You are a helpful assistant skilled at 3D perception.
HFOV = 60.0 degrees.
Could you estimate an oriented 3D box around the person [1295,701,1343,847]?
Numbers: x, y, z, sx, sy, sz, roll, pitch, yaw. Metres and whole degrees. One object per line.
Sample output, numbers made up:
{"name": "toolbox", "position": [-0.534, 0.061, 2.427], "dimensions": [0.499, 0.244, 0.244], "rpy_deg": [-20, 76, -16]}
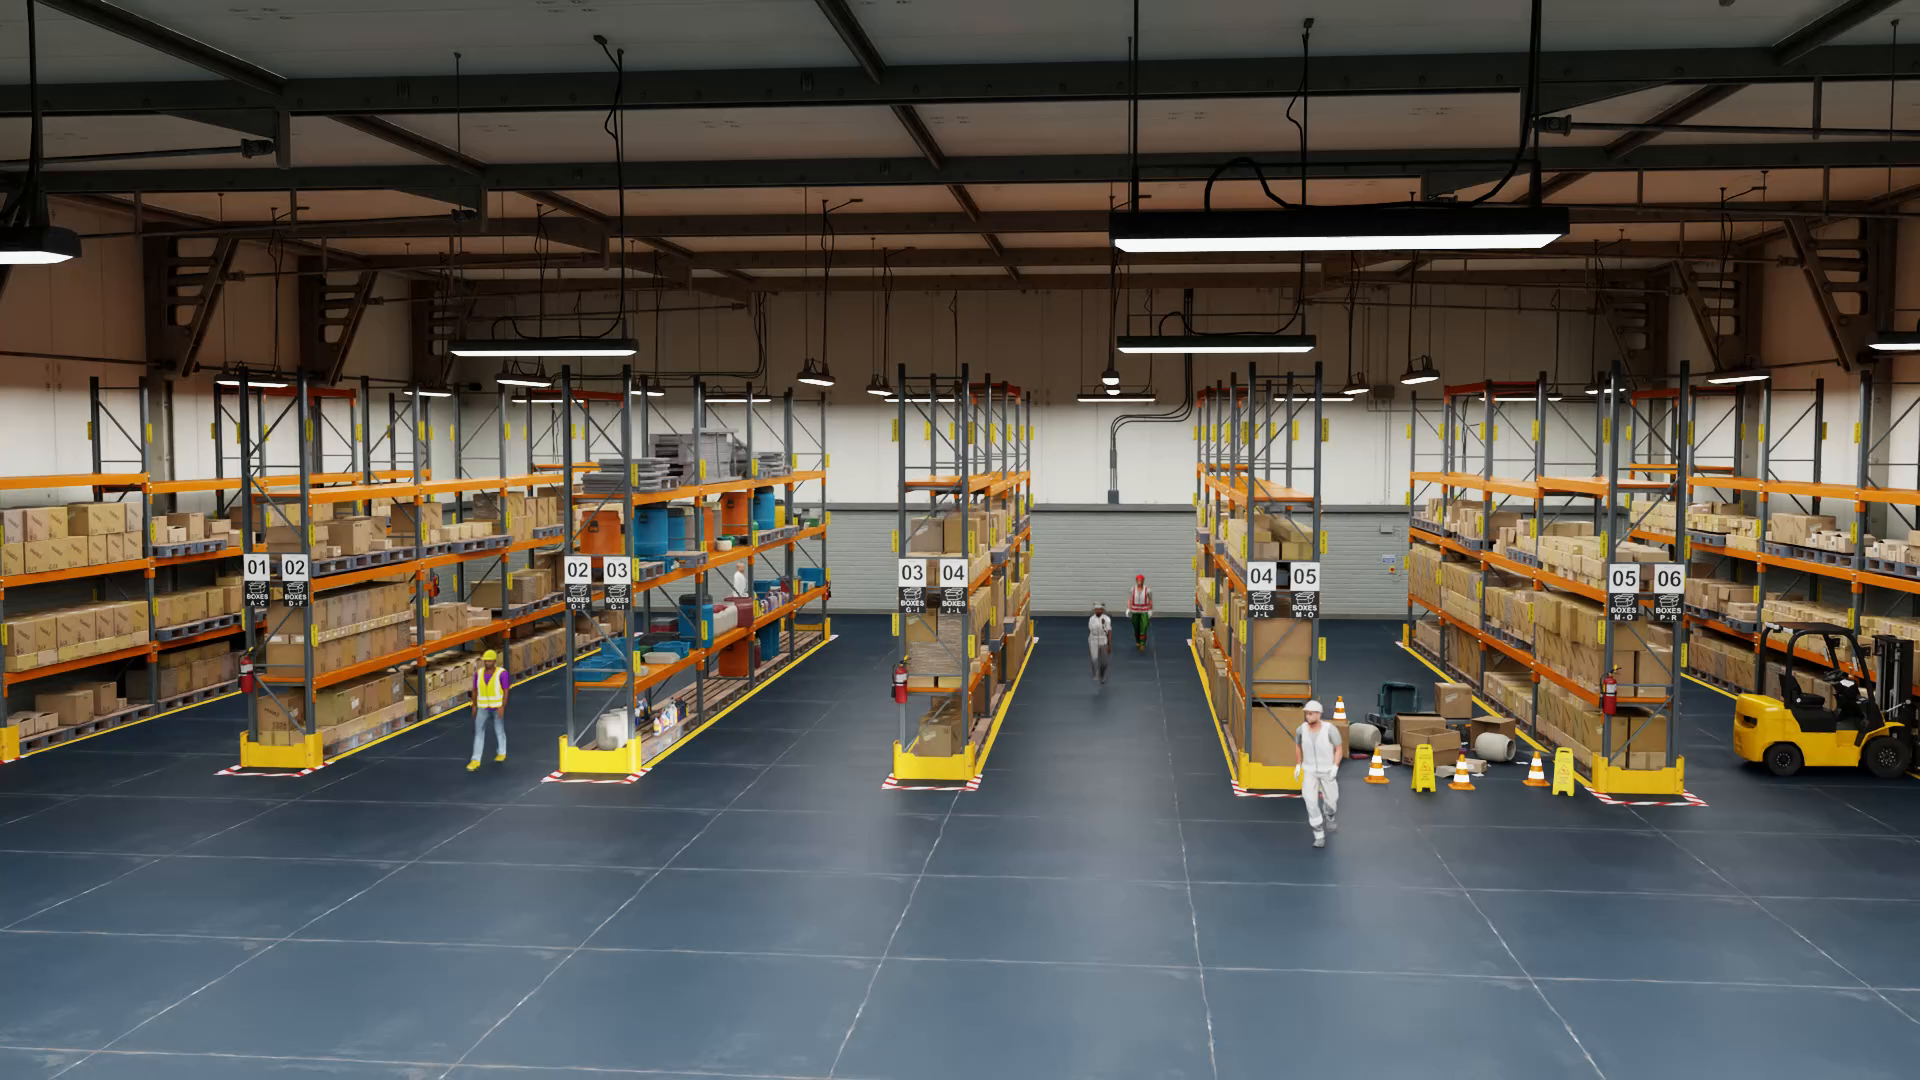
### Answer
{"name": "person", "position": [4.382, 2.824, 20.335], "dimensions": [0.586, 1.756, 0.678], "rpy_deg": [1, 4, 18]}

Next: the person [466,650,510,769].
{"name": "person", "position": [-7.074, 2.514, 24.959], "dimensions": [0.610, 1.722, 0.925], "rpy_deg": [0, 4, -1]}

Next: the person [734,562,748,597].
{"name": "person", "position": [-5.553, 1.444, 41.401], "dimensions": [0.810, 1.770, 0.609], "rpy_deg": [-1, 4, -11]}

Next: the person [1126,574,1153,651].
{"name": "person", "position": [4.131, 1.656, 38.301], "dimensions": [0.603, 1.726, 1.067], "rpy_deg": [1, 4, 8]}

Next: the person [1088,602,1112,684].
{"name": "person", "position": [2.682, 1.990, 31.924], "dimensions": [0.455, 1.654, 0.862], "rpy_deg": [0, 4, 2]}
